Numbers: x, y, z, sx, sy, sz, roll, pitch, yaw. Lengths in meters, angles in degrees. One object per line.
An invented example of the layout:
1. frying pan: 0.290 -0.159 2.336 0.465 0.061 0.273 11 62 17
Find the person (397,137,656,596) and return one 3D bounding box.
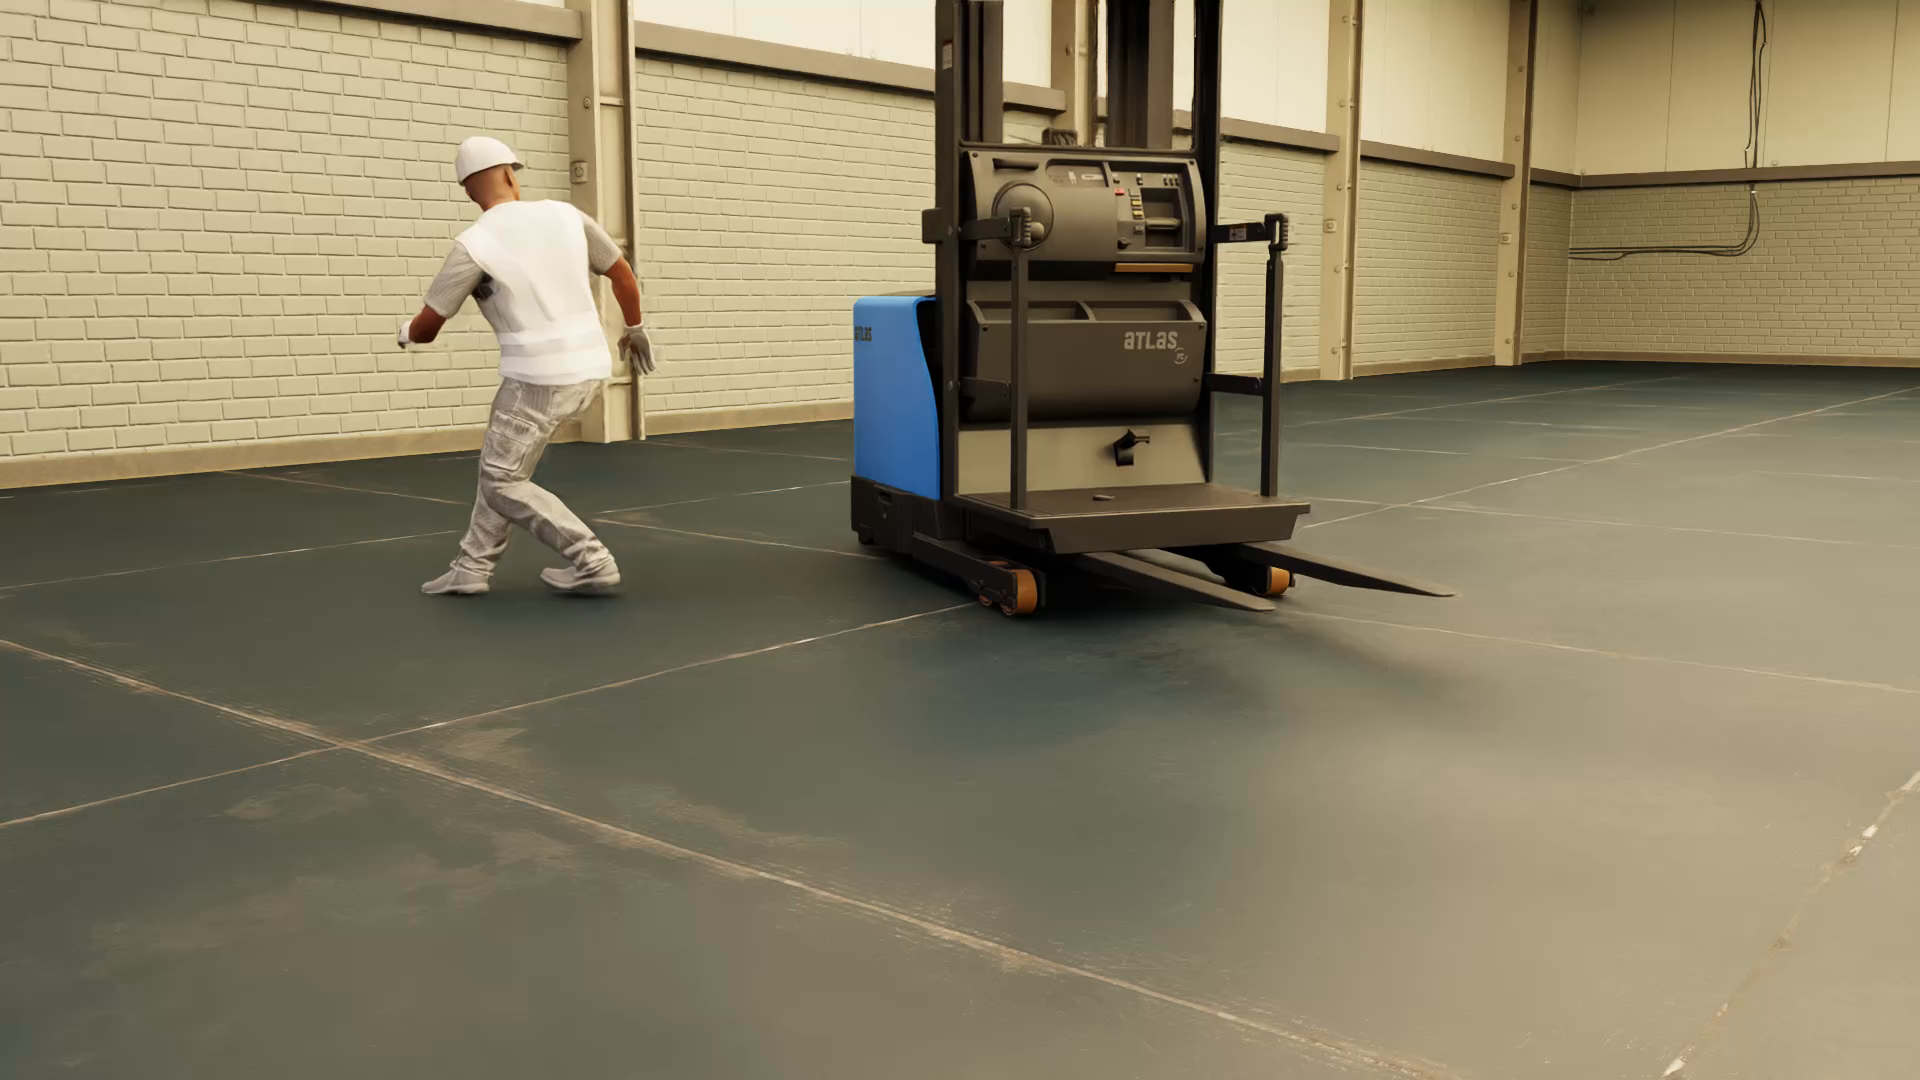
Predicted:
1. person: -1.607 -0.619 6.065 0.841 1.646 0.841 3 9 21
